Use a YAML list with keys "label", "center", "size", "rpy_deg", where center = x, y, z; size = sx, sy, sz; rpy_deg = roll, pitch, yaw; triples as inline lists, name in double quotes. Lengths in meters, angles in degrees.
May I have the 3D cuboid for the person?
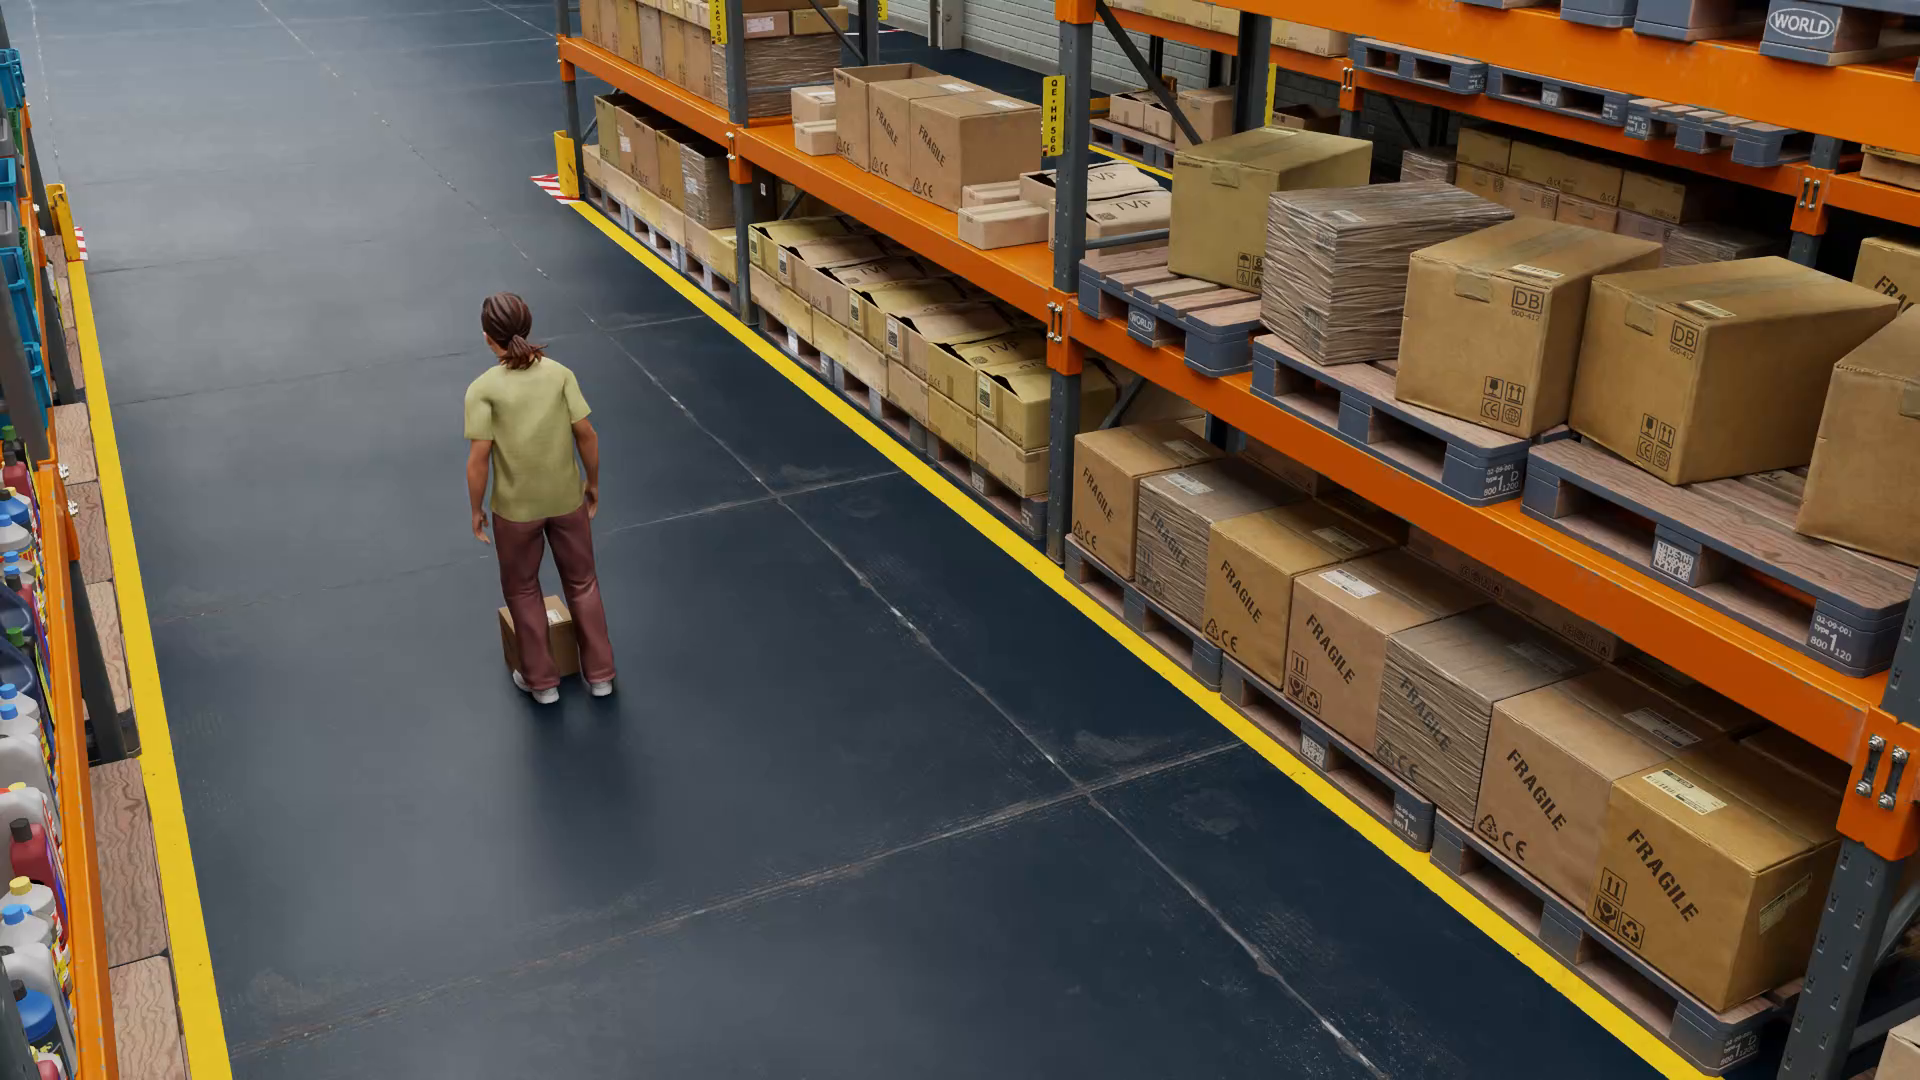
- label: "person"
  center: [-1.638, -0.142, 6.408]
  size: [0.514, 1.673, 0.406]
  rpy_deg: [-14, 29, -27]
